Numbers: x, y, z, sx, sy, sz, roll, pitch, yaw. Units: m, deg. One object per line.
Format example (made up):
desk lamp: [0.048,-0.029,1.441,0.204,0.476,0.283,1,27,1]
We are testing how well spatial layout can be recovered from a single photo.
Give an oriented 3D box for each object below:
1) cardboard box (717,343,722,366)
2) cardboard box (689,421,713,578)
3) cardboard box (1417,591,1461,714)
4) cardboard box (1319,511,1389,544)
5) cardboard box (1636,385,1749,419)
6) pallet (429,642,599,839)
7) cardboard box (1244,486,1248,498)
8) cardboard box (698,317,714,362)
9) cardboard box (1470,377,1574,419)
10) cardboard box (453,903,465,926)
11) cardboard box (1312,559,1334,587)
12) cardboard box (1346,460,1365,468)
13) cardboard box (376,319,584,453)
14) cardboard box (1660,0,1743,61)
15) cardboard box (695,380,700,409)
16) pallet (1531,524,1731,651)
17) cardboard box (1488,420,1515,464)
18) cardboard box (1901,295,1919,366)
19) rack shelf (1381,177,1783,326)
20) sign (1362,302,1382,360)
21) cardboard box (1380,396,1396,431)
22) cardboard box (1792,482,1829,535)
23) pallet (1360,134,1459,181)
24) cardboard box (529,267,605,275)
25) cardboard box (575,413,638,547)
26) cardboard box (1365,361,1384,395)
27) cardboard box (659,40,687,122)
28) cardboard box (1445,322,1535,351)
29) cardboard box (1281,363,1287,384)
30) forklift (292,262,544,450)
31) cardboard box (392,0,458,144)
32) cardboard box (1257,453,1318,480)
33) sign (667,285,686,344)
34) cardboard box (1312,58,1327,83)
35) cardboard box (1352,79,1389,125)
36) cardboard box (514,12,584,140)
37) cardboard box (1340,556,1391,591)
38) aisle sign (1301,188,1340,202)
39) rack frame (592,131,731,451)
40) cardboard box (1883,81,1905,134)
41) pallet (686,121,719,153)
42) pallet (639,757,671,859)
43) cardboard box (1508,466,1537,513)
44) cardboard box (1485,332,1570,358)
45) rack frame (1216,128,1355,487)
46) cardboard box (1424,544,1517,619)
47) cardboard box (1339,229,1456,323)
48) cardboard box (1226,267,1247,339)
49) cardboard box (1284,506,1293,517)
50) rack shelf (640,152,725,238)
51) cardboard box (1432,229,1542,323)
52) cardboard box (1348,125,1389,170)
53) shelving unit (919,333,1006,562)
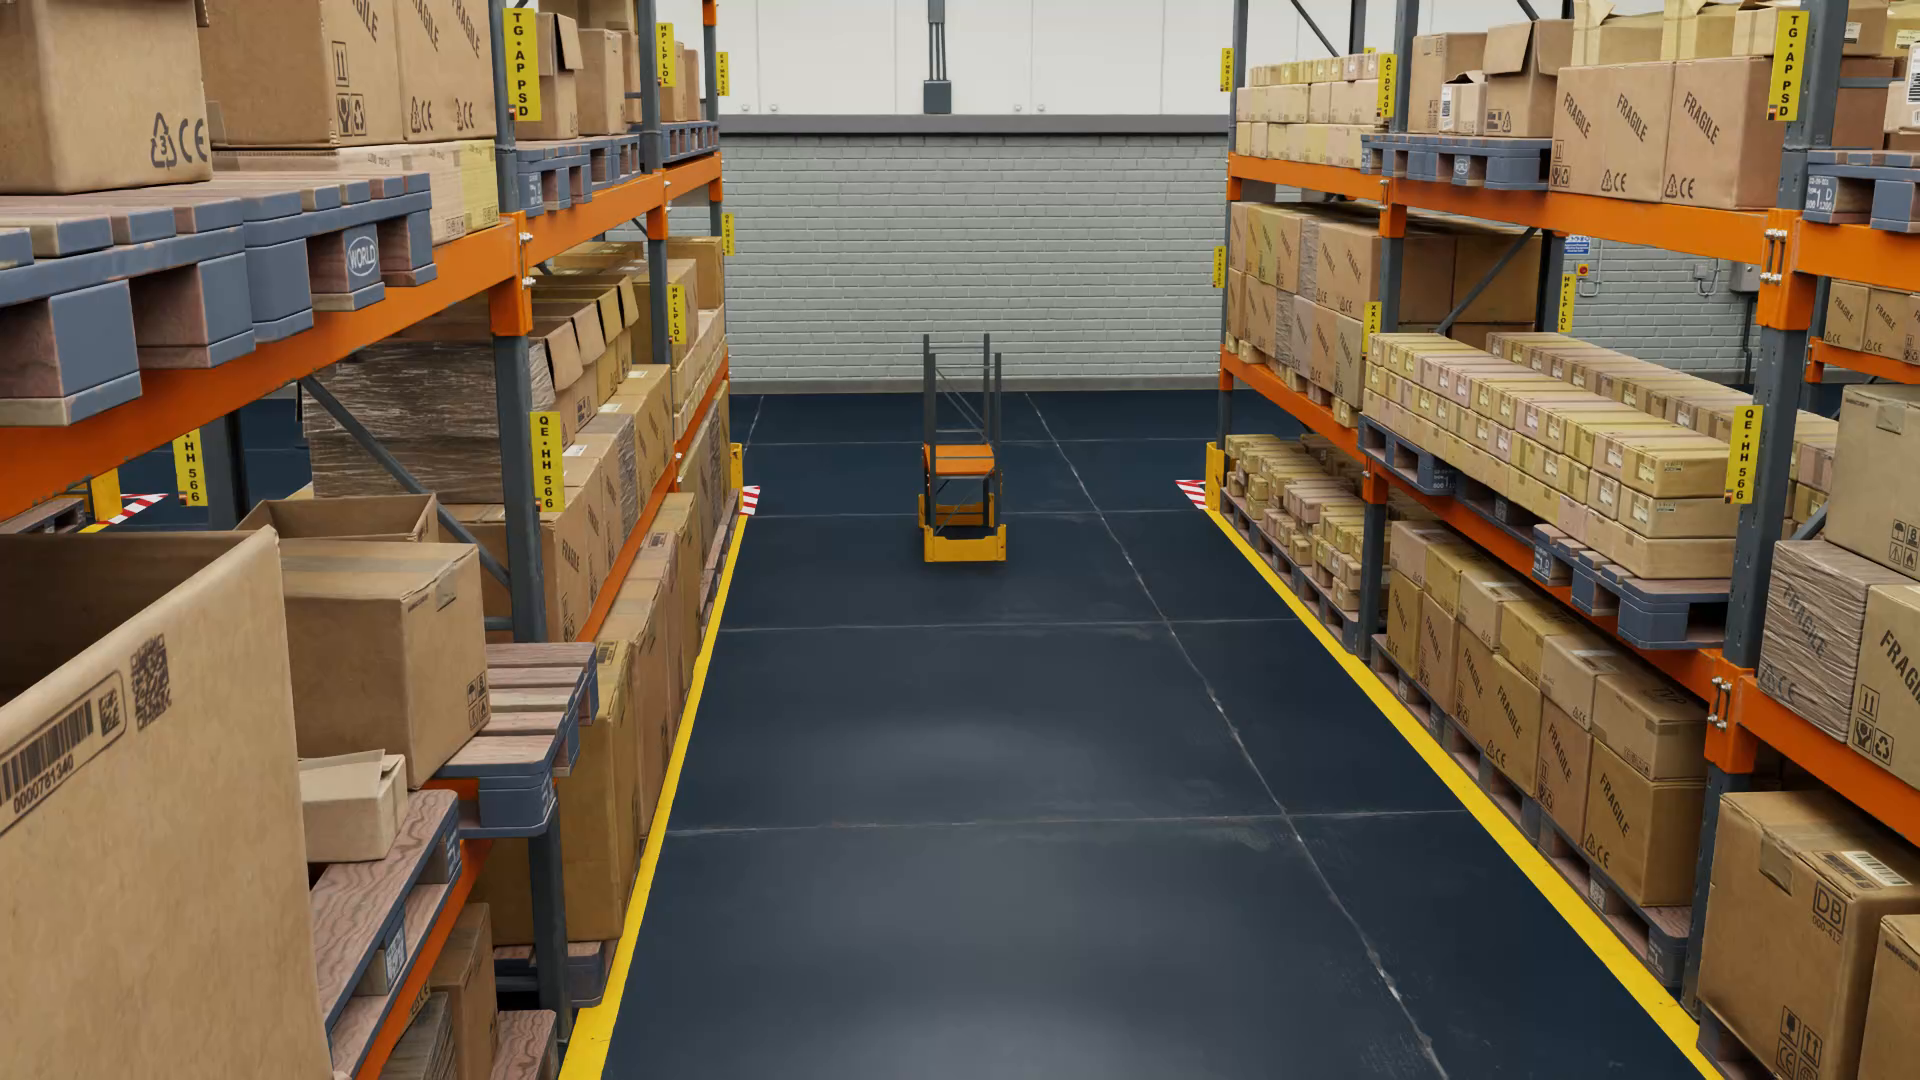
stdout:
cardboard box: [-1.971,-1.371,12.341,0.380,0.149,0.250,-1,14,-3]
cardboard box: [-2.123,-0.273,10.988,0.875,0.875,0.875,-1,14,-3]
cardboard box: [2.666,0.566,8.480,0.500,0.500,0.500,0,14,-1]
cardboard box: [2.490,-0.081,10.504,0.380,0.149,0.250,-1,14,-4]
cardboard box: [3.180,-0.580,7.230,0.380,0.149,0.250,0,14,-2]
pallet: [-1.708,0.554,4.738,1.213,0.211,1.003,-1,14,-3]
cardboard box: [2.413,-0.379,12.858,0.380,0.149,0.250,-1,14,-4]
cardboard box: [-1.997,-1.406,11.676,0.500,0.250,0.500,-1,14,-5]
cardboard box: [2.517,-0.637,7.449,0.380,0.149,0.250,0,14,-2]
cardboard box: [-1.787,1.086,4.914,0.500,0.250,0.500,0,14,-1]
cardboard box: [2.472,0.194,10.632,0.380,0.149,0.250,-1,14,-5]
cardboard box: [3.014,-0.481,12.062,0.380,0.149,0.250,0,14,-1]
cardboard box: [-1.926,-0.593,6.597,0.797,0.503,0.637,-1,14,-2]
cardboard box: [2.767,-1.862,5.985,0.396,0.266,0.258,-1,14,-3]
cardboard box: [-1.860,-0.926,10.610,0.380,0.149,0.250,-1,14,-4]
pallet: [2.947,0.152,6.303,1.213,0.211,1.003,-1,14,-3]
cardboard box: [2.531,-0.428,7.235,0.380,0.149,0.250,-1,14,-2]
cardboard box: [7.352,-1.529,12.250,0.500,0.500,0.500,-1,14,-4]
rack shelf: [2.974,-1.367,7.245,1.077,0.370,4.000,-1,14,-3]
sign: [2.309,-1.170,9.315,0.100,0.325,0.005,-1,14,-3]
cardboard box: [2.438,-0.668,8.766,0.380,0.149,0.250,-1,14,-3]
cardboard box: [3.268,-0.115,6.017,0.380,0.149,0.250,0,14,-1]
pallet: [2.782,-1.967,8.509,1.213,0.211,1.003,-1,14,-3]
cardboard box: [-2.429,-1.379,10.064,0.500,0.500,0.500,-1,14,-3]
cardboard box: [-1.716,-0.268,7.347,0.500,0.500,0.500,-1,14,-3]
cardboard box: [2.415,-0.881,8.996,0.380,0.149,0.250,-1,14,-3]
cardboard box: [-2.135,-2.922,10.598,0.700,0.500,0.500,0,14,-1]
cardboard box: [3.071,-1.080,9.907,0.500,0.500,0.500,-1,14,-4]
cardboard box: [2.443,-1.161,11.523,0.380,0.149,0.250,0,14,-1]
forklift: [-4.439,-2.018,14.489,3.031,2.935,1.130,4,15,15]
cardboard box: [-1.537,-1.215,4.007,0.500,0.500,0.500,-1,14,-4]
cardboard box: [2.419,-0.539,12.286,0.380,0.149,0.250,-2,15,-6]
sign: [-1.566,-1.242,9.170,0.100,0.325,0.005,-1,14,-3]
cardboard box: [2.452,-2.971,10.530,0.380,0.149,0.250,-1,14,-4]
cardboard box: [2.568,-2.494,9.476,0.500,0.250,0.500,-2,15,-6]
cardboard box: [-2.007,-1.928,6.931,0.797,0.503,0.637,-1,14,-4]
cardboard box: [2.513,0.199,10.014,0.380,0.149,0.250,-1,14,-2]
aisle sign: [2.897,-3.037,13.094,0.394,0.787,0.004,-1,14,-3]
rack frame: [-2.354,-1.704,13.129,1.000,3.000,0.127,-1,14,-3]
cardboard box: [2.959,-1.263,4.857,0.380,0.149,0.250,-1,15,-6]
pallet: [-2.298,-2.929,12.050,1.003,0.211,1.213,-1,14,-3]
pallet: [-1.905,1.136,7.687,1.003,0.211,1.213,-1,14,-3]
cardboard box: [2.549,-0.218,7.014,0.380,0.149,0.250,-2,15,-6]
cardboard box: [3.070,-1.034,8.991,0.380,0.149,0.250,0,14,-1]
rack frame: [2.602,-1.755,13.329,1.000,3.000,0.127,-1,14,-3]
cardboard box: [2.668,0.204,8.384,0.500,0.250,0.500,0,14,-2]
cardboard box: [2.551,-1.550,9.727,0.500,0.500,0.500,-1,14,-5]
cardboard box: [2.354,-1.832,12.829,0.500,0.500,0.500,0,14,-1]
cardboard box: [2.520,-0.263,11.809,0.380,0.149,0.250,0,14,-1]
rack shelf: [-2.230,-2.311,10.912,1.077,0.370,4.000,-1,14,-3]
cardboard box: [3.065,-1.553,9.739,0.500,0.500,0.500,-1,14,-2]
cardboard box: [2.550,-2.259,9.566,0.500,0.250,0.500,-1,14,-2]
shelving unit: [0.005,-0.707,12.266,0.587,1.500,1.083,-1,14,-3]
